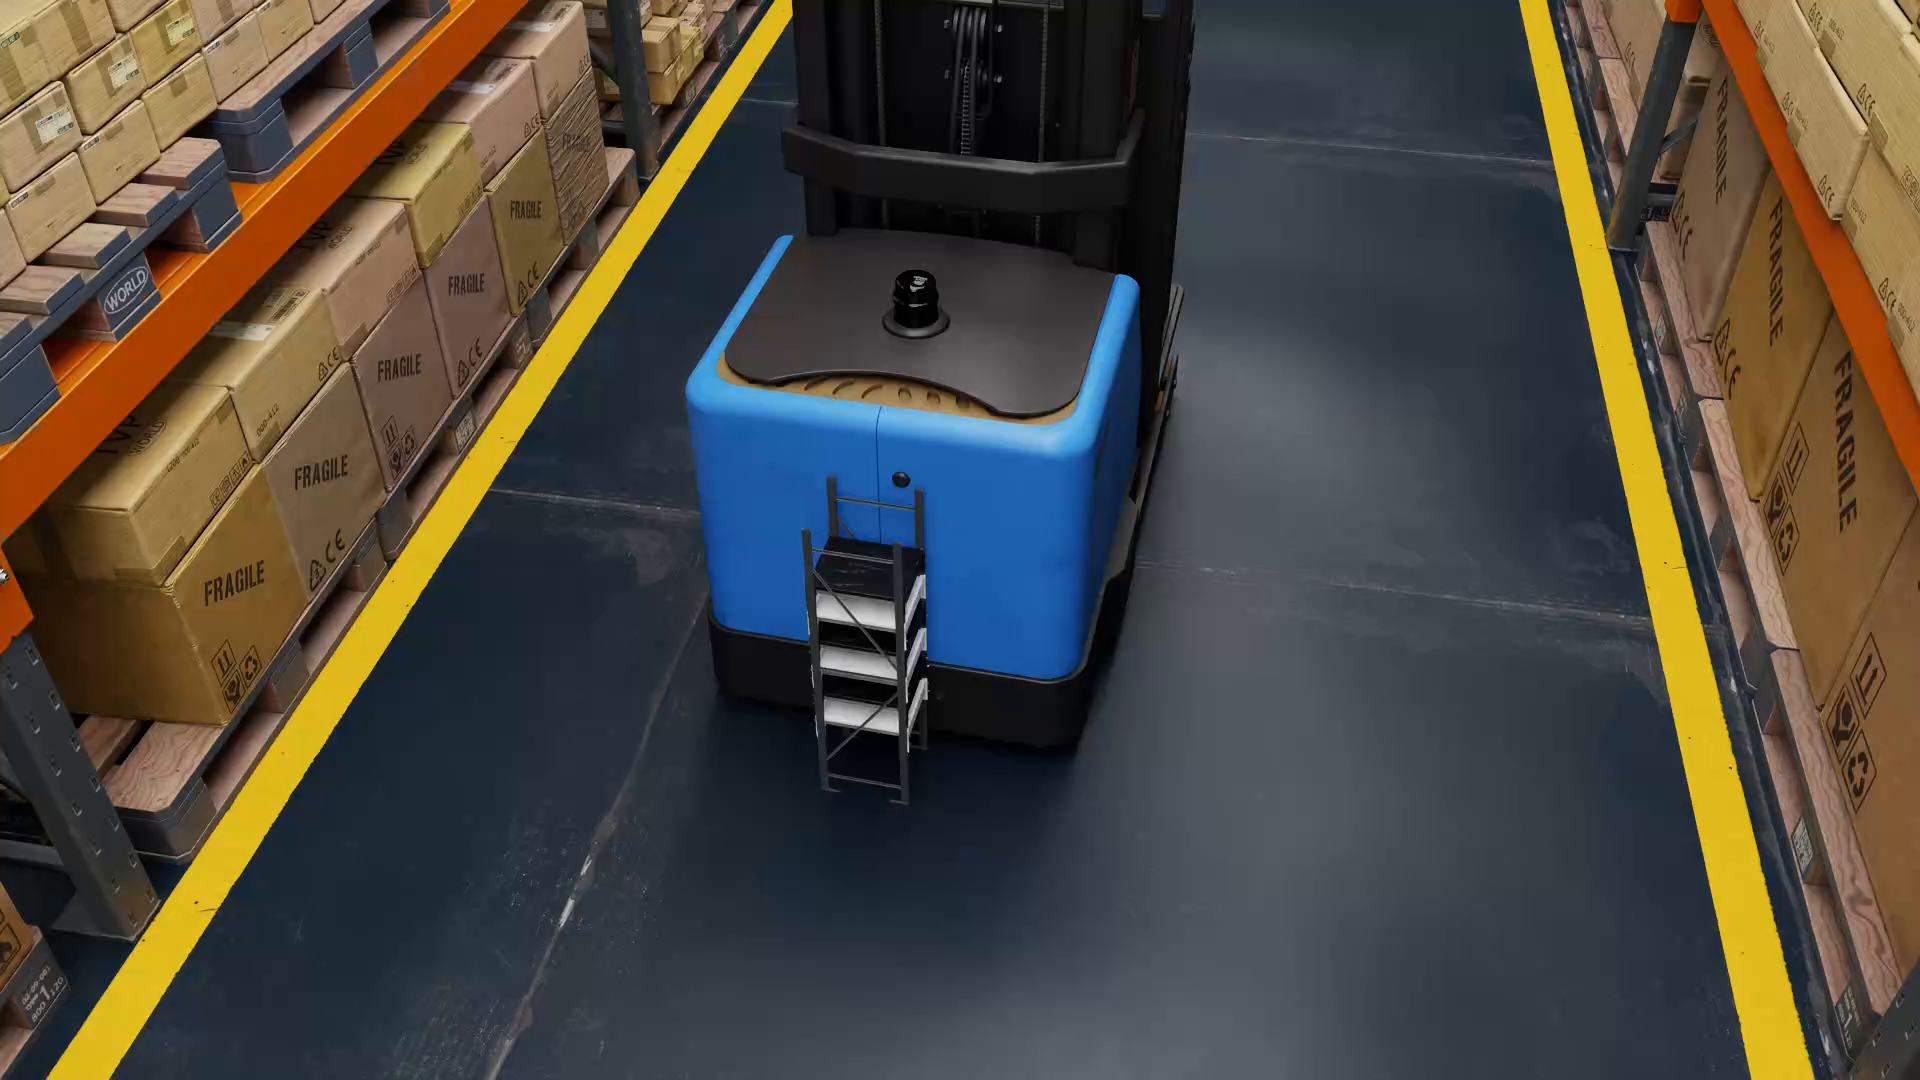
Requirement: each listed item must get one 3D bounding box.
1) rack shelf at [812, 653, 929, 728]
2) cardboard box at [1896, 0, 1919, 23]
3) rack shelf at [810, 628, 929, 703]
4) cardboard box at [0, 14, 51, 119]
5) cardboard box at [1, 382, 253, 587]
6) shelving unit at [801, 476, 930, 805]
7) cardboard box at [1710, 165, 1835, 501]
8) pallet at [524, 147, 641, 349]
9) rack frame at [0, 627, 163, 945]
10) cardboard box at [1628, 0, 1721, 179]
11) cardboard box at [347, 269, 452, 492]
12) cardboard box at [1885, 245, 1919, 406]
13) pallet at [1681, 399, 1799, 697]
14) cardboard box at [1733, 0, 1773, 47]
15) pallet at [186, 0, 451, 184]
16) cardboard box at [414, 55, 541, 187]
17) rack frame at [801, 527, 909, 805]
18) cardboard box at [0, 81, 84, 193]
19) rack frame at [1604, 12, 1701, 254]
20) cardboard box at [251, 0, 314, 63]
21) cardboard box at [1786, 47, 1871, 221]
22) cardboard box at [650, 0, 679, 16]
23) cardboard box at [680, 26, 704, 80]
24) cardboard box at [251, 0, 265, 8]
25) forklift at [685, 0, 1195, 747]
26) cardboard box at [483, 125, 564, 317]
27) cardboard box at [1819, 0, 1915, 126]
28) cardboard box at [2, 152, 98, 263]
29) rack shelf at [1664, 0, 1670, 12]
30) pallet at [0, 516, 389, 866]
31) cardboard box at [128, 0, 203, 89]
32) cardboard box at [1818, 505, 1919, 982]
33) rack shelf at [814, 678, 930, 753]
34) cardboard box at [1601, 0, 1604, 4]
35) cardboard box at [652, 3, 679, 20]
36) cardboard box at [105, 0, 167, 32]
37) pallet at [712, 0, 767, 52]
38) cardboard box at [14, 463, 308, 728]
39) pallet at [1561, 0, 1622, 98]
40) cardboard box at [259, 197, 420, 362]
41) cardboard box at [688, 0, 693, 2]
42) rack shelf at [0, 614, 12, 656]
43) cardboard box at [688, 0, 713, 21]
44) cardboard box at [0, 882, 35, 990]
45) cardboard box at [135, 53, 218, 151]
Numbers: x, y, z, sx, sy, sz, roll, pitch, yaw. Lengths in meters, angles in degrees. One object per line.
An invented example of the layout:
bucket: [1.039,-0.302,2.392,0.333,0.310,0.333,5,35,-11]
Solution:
rack shelf: [-0.229,0.369,4.292,0.258,0.077,0.200,8,40,10]
cardboard box: [2.499,-1.509,3.858,0.500,0.500,0.500,6,40,7]
rack shelf: [-0.229,0.299,4.234,0.258,0.077,0.200,8,40,10]
cardboard box: [-2.178,-0.996,3.501,0.380,0.149,0.250,5,40,6]
cardboard box: [-2.135,-0.157,4.130,0.500,0.250,0.500,5,40,6]
shelving unit: [-0.229,0.273,4.213,0.258,0.900,0.210,8,40,10]
cardboard box: [2.915,-0.669,5.043,0.875,0.875,0.875,7,40,9]
pallet: [-1.934,-1.211,6.549,1.003,0.211,1.213,6,40,8]
rack frame: [-2.493,-0.264,3.215,1.000,3.000,0.127,6,40,8]
cardboard box: [3.306,-1.848,6.813,0.875,0.438,0.875,6,40,7]
cardboard box: [-1.952,-0.517,5.153,0.500,0.500,0.500,5,40,7]
cardboard box: [2.304,-0.392,3.488,0.500,0.250,0.500,7,40,8]
pallet: [2.824,0.043,5.032,1.003,0.211,1.213,6,40,8]
cardboard box: [2.668,-1.662,5.024,0.500,0.250,0.500,5,40,7]
pallet: [-2.191,-1.437,4.784,1.003,0.211,1.213,6,40,8]
cardboard box: [-1.783,-1.445,5.688,0.500,0.250,0.500,8,40,10]
rack frame: [-0.252,0.337,4.137,0.240,0.900,0.006,8,40,10]
cardboard box: [-2.167,-0.895,3.613,0.380,0.149,0.250,8,40,10]
rack frame: [3.092,-2.292,5.668,1.000,3.000,0.127,6,40,8]
cardboard box: [-1.989,-1.420,4.481,0.380,0.149,0.250,7,40,8]
cardboard box: [2.468,-1.030,4.259,0.500,0.250,0.500,6,40,7]
cardboard box: [-1.431,-2.426,7.271,0.380,0.149,0.250,8,40,10]
cardboard box: [-1.375,-2.197,7.462,0.380,0.149,0.250,8,40,9]
cardboard box: [-1.990,-1.533,4.384,0.380,0.149,0.250,6,40,7]
forklift: [0.143,-1.520,4.788,1.130,2.935,3.031,8,40,10]
cardboard box: [-1.770,-1.159,5.929,0.500,0.500,0.500,6,40,7]
cardboard box: [2.476,-1.220,4.097,0.500,0.250,0.500,5,40,6]
cardboard box: [-2.170,-0.756,3.678,0.380,0.149,0.250,8,40,10]
rack shelf: [3.438,-3.270,7.415,1.077,0.370,4.000,6,40,8]
pallet: [-2.357,0.321,4.697,1.003,0.211,1.213,6,40,8]
cardboard box: [-2.081,-1.221,4.007,0.380,0.149,0.250,7,40,8]
cardboard box: [2.601,0.451,3.688,0.875,0.875,0.875,6,40,7]
rack shelf: [-0.229,0.438,4.349,0.258,0.077,0.200,8,40,10]
cardboard box: [3.618,-2.976,8.177,0.875,0.438,0.875,7,40,9]
cardboard box: [-1.468,-2.313,7.368,0.380,0.149,0.250,7,40,8]
cardboard box: [-2.085,-1.315,3.888,0.380,0.149,0.250,5,40,6]
pallet: [-1.511,-2.893,8.583,1.003,0.211,1.213,6,40,8]
cardboard box: [-2.120,0.122,4.381,0.500,0.500,0.500,5,40,6]
pallet: [3.509,-2.454,8.052,1.003,0.211,1.213,6,40,8]
cardboard box: [-1.949,-0.785,4.889,0.500,0.250,0.500,7,40,8]
cardboard box: [-1.411,-2.639,7.762,0.380,0.149,0.250,4,40,5]
rack shelf: [-2.839,1.269,1.926,1.077,0.370,4.000,6,40,8]
cardboard box: [-1.389,-2.524,7.857,0.380,0.149,0.250,6,40,7]
cardboard box: [-2.687,0.814,3.348,1.050,0.750,0.750,6,40,7]
cardboard box: [-2.079,-1.095,4.088,0.380,0.149,0.250,8,40,10]
